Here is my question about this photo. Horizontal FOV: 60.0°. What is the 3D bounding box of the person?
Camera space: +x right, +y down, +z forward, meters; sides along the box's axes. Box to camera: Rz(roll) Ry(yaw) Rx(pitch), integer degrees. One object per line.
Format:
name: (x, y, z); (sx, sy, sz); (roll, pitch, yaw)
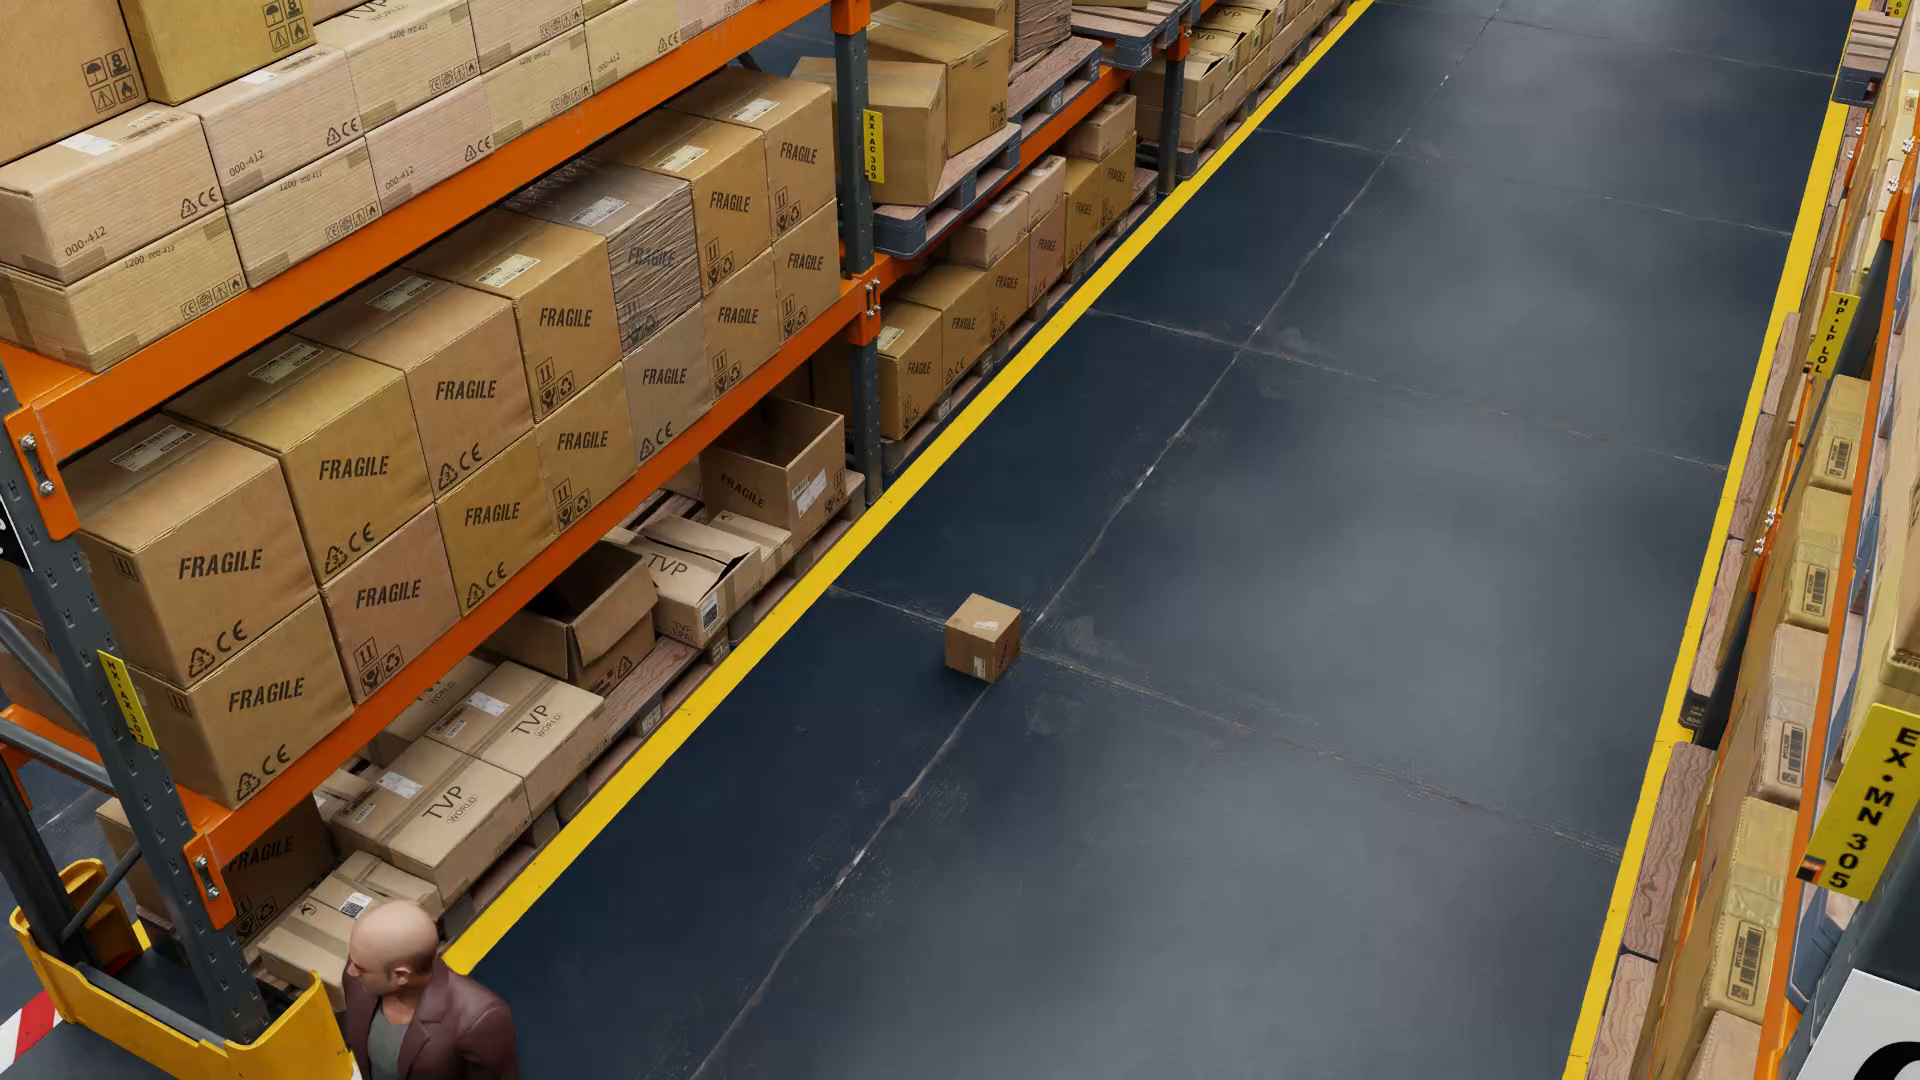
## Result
person: (-1.444, 1.683, 4.549); (0.589, 1.815, 0.504); (15, 40, 19)
